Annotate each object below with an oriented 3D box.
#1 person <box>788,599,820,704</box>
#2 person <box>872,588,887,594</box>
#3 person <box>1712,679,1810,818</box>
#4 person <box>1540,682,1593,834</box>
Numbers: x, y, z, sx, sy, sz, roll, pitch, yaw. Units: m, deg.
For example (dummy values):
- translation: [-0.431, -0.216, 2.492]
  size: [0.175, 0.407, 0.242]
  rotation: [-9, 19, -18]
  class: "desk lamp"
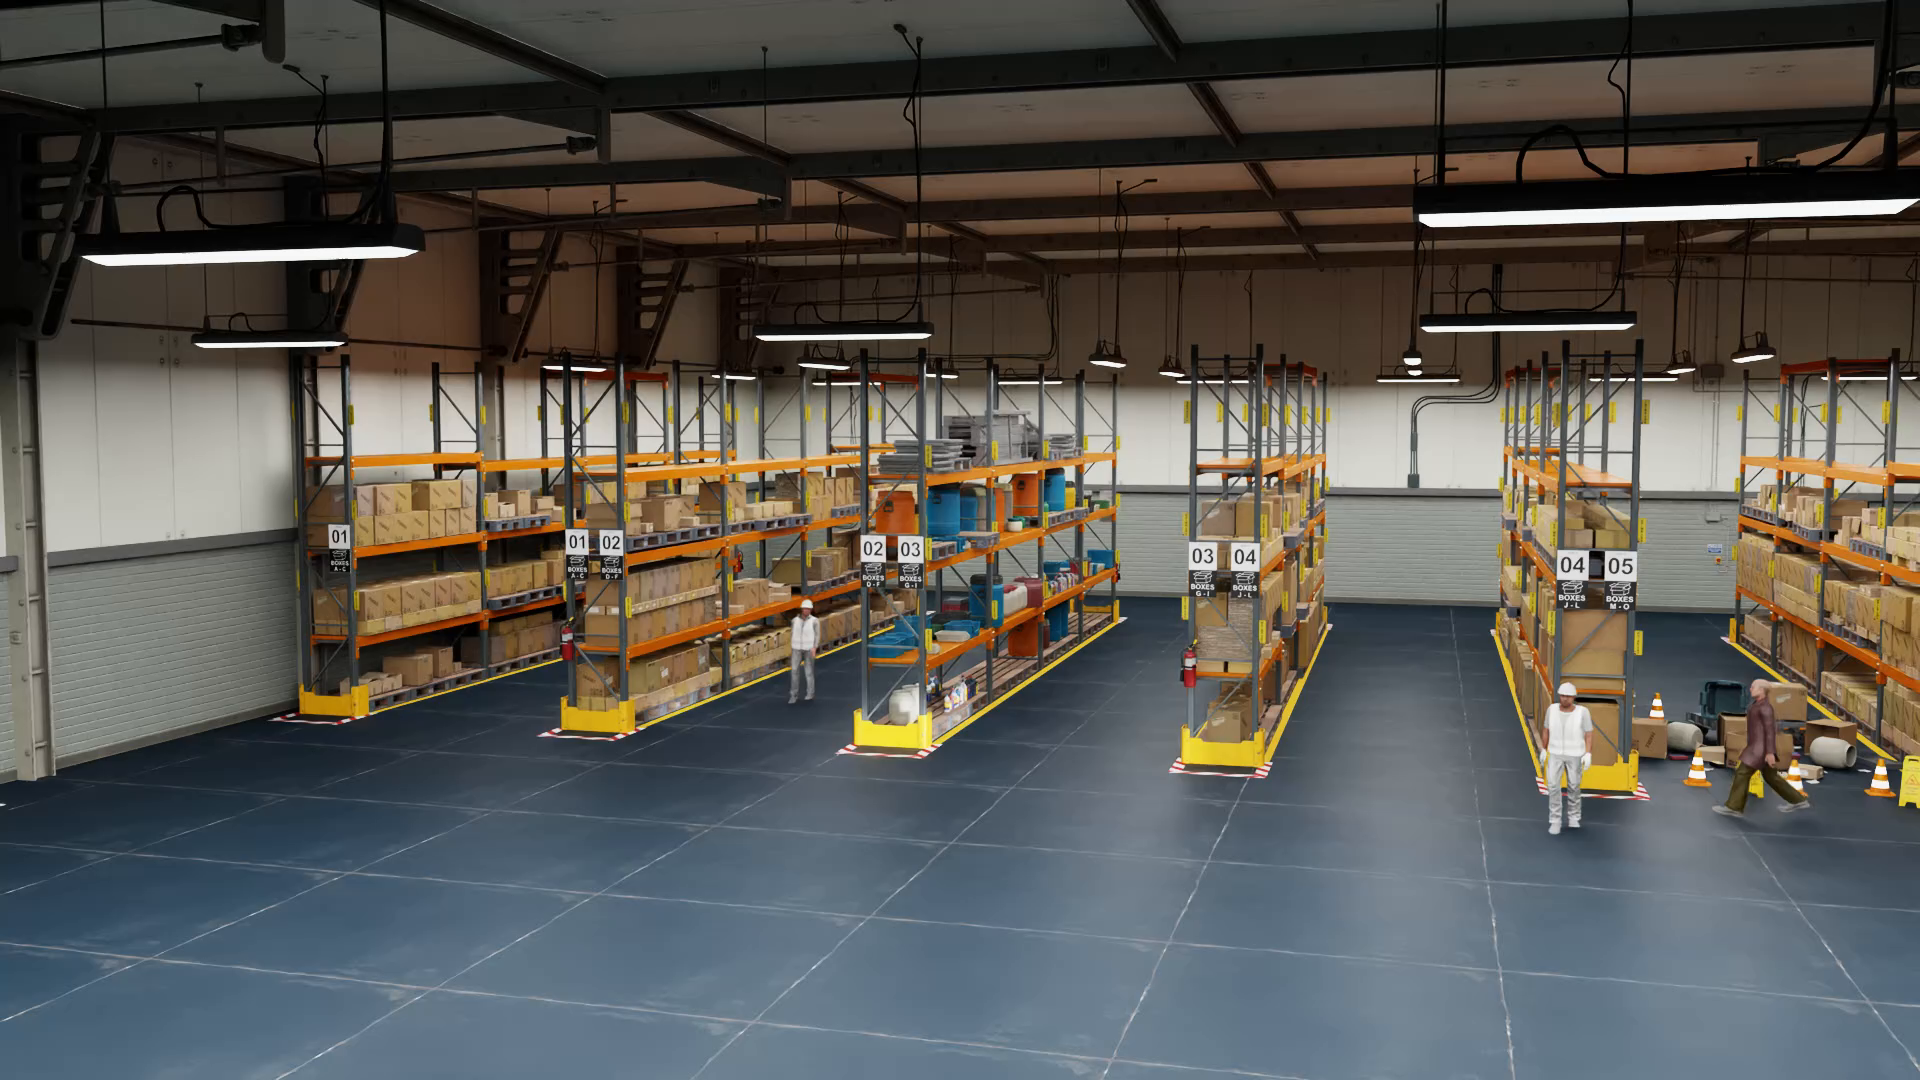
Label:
- translation: [-2.750, 1.955, 29.091]
  size: [0.564, 1.797, 0.676]
  rotation: [1, 4, 9]
  class: "person"
- translation: [-2.222, 0.626, 46.224]
  size: [0.471, 1.788, 0.579]
  rotation: [2, 5, 20]
  class: "person"
- translation: [9.953, 2.583, 20.620]
  size: [1.142, 1.731, 0.578]
  rotation: [1, 4, 17]
  class: "person"
- translation: [7.301, 2.569, 20.044]
  size: [0.628, 1.711, 0.580]
  rotation: [3, 5, 32]
  class: "person"
